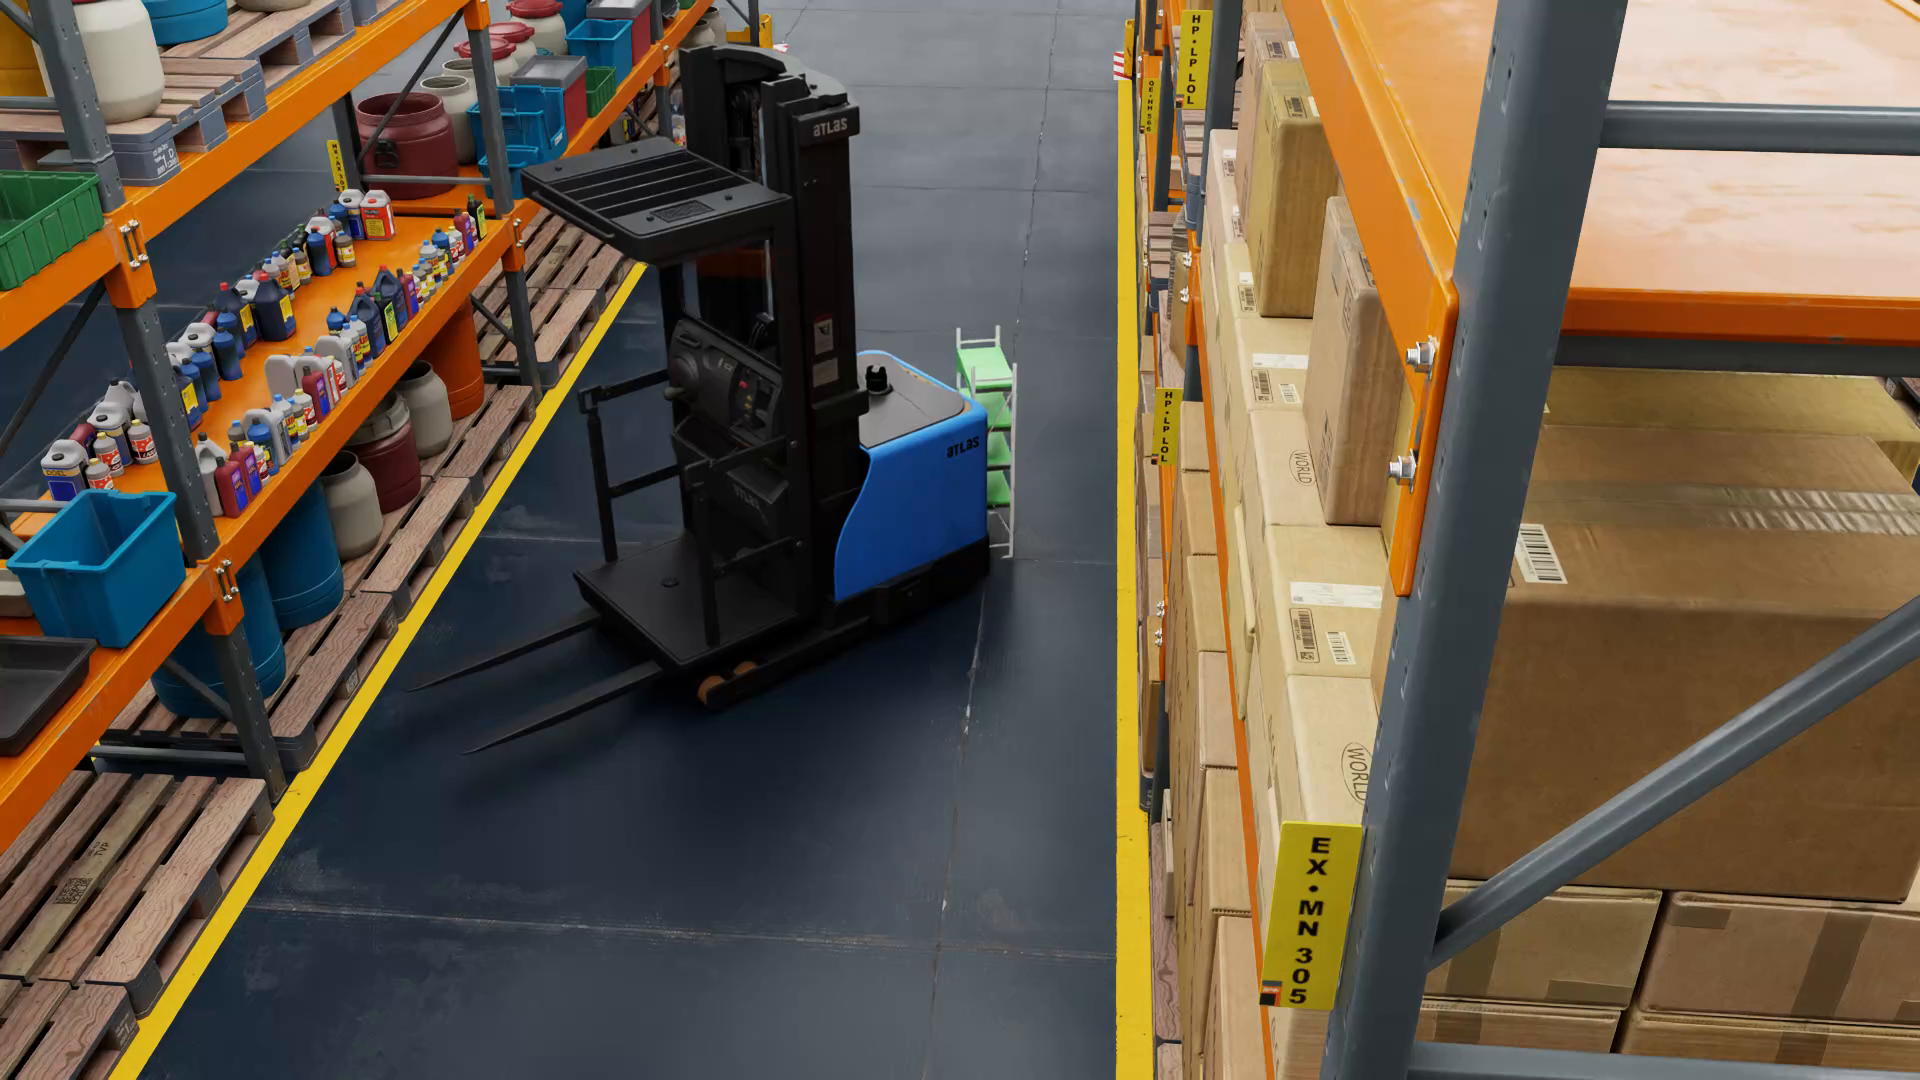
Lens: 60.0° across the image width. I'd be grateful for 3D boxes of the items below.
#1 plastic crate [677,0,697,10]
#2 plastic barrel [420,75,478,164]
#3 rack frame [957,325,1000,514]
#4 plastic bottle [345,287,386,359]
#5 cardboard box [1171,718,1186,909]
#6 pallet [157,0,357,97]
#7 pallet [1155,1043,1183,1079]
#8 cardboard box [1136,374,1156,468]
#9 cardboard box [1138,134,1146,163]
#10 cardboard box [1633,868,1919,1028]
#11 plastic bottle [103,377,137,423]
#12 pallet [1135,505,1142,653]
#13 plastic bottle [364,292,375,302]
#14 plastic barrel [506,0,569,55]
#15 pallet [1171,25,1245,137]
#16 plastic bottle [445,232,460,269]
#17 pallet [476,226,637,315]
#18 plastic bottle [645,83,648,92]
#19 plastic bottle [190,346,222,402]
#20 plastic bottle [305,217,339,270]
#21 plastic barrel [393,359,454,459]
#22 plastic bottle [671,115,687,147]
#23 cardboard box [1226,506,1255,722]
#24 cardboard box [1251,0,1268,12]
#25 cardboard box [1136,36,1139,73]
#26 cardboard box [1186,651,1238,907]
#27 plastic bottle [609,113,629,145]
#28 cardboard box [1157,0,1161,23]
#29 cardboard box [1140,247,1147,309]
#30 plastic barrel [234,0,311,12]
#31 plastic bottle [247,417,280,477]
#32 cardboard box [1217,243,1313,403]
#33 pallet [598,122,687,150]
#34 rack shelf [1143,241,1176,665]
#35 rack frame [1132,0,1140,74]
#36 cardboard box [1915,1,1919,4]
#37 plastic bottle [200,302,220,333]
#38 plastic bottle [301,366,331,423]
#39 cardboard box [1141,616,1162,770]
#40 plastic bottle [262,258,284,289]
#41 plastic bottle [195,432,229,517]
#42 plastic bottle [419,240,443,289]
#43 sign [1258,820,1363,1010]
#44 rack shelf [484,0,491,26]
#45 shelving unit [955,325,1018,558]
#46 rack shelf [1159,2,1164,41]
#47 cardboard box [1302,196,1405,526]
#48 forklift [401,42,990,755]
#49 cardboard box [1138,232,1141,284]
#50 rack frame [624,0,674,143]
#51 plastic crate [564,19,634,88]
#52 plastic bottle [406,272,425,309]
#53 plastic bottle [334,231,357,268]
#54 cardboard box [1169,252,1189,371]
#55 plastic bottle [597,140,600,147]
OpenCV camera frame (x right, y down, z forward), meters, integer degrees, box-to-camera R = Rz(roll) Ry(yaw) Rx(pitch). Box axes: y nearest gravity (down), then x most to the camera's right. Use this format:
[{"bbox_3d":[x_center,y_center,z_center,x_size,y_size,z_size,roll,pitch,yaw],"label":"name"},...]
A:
[{"bbox_3d":[-2.562,-4.914,14.847,0.450,0.188,0.662,2,32,4],"label":"plastic crate"},{"bbox_3d":[-3.409,-2.810,11.124,0.421,0.512,0.421,0,32,0],"label":"plastic barrel"},{"bbox_3d":[0.100,-0.659,9.457,0.240,1.200,0.015,-5,32,-8],"label":"rack frame"},{"bbox_3d":[-3.061,-1.119,8.533,0.144,0.351,0.185,2,32,4],"label":"plastic bottle"},{"bbox_3d":[0.937,0.832,5.226,0.500,0.500,0.500,2,32,4],"label":"cardboard box"},{"bbox_3d":[-3.549,-2.327,7.768,1.003,0.211,1.213,2,32,4],"label":"pallet"},{"bbox_3d":[1.178,2.276,5.636,1.003,0.211,1.213,2,32,4],"label":"pallet"},{"bbox_3d":[1.298,-0.625,9.648,0.500,0.500,0.500,1,32,2],"label":"cardboard box"},{"bbox_3d":[1.701,-3.134,13.443,0.500,0.311,0.500,3,32,4],"label":"cardboard box"},{"bbox_3d":[1.307,0.498,2.670,0.500,0.250,0.500,2,32,4],"label":"cardboard box"},{"bbox_3d":[-3.856,-0.597,7.687,0.144,0.351,0.185,2,32,4],"label":"plastic bottle"},{"bbox_3d":[1.457,0.211,8.987,1.003,0.211,1.213,2,32,4],"label":"pallet"},{"bbox_3d":[-3.067,-1.174,8.687,0.061,0.283,0.133,2,32,4],"label":"plastic bottle"},{"bbox_3d":[-3.250,-3.873,12.827,0.433,0.535,0.433,0,32,0],"label":"plastic barrel"},{"bbox_3d":[1.536,-1.987,7.216,1.213,0.211,1.003,2,32,4],"label":"pallet"},{"bbox_3d":[-2.941,-1.669,9.570,0.097,0.201,0.097,0,32,0],"label":"plastic bottle"},{"bbox_3d":[-3.076,-2.067,12.684,1.003,0.211,1.213,2,32,4],"label":"pallet"},{"bbox_3d":[-3.086,-4.489,16.137,0.097,0.271,0.097,0,32,0],"label":"plastic bottle"},{"bbox_3d":[-3.688,-0.818,8.121,0.097,0.271,0.097,0,32,0],"label":"plastic bottle"},{"bbox_3d":[-3.675,-1.708,9.560,0.152,0.276,0.135,2,32,4],"label":"plastic bottle"},{"bbox_3d":[-3.259,-0.779,9.906,0.421,0.512,0.421,0,32,0],"label":"plastic barrel"},{"bbox_3d":[-2.492,-3.652,14.775,0.152,0.276,0.135,4,32,6],"label":"plastic bottle"},{"bbox_3d":[0.864,0.166,3.686,0.500,0.250,0.500,2,32,4],"label":"cardboard box"},{"bbox_3d":[1.478,-2.061,6.566,0.600,0.600,0.600,2,32,3],"label":"cardboard box"},{"bbox_3d":[2.043,-4.922,16.878,0.500,0.250,0.500,2,32,4],"label":"cardboard box"},{"bbox_3d":[0.888,0.665,4.544,0.500,0.500,0.500,3,32,6],"label":"cardboard box"},{"bbox_3d":[-3.045,-3.709,14.795,0.144,0.351,0.185,2,32,4],"label":"plastic bottle"},{"bbox_3d":[2.049,-4.644,14.111,0.700,0.500,0.500,2,32,3],"label":"cardboard box"},{"bbox_3d":[1.490,-1.805,11.286,0.500,0.311,0.500,2,32,3],"label":"cardboard box"},{"bbox_3d":[-3.274,-2.795,7.818,0.433,0.535,0.433,0,32,0],"label":"plastic barrel"},{"bbox_3d":[-3.140,-0.424,7.482,0.097,0.271,0.097,0,32,0],"label":"plastic bottle"},{"bbox_3d":[0.953,-0.570,4.403,0.500,0.250,0.500,2,32,4],"label":"cardboard box"},{"bbox_3d":[-2.858,-3.469,14.958,1.003,0.211,1.213,2,32,4],"label":"pallet"},{"bbox_3d":[1.494,-0.649,8.410,1.077,0.370,4.000,2,32,4],"label":"rack shelf"},{"bbox_3d":[2.308,-6.185,16.707,1.000,3.000,0.127,2,32,4],"label":"rack frame"},{"bbox_3d":[6.792,-3.557,11.928,0.700,0.500,0.500,6,32,9],"label":"cardboard box"},{"bbox_3d":[-3.821,-1.063,8.507,0.061,0.283,0.133,2,32,4],"label":"plastic bottle"},{"bbox_3d":[-3.078,-0.712,7.937,0.061,0.283,0.133,2,32,4],"label":"plastic bottle"},{"bbox_3d":[1.086,0.697,7.504,0.500,0.500,0.500,2,32,4],"label":"cardboard box"},{"bbox_3d":[-3.749,-1.405,9.074,0.097,0.271,0.097,0,32,0],"label":"plastic bottle"},{"bbox_3d":[-3.250,-0.294,7.195,0.144,0.351,0.185,2,32,4],"label":"plastic bottle"},{"bbox_3d":[-2.965,-1.547,9.303,0.097,0.271,0.097,0,32,0],"label":"plastic bottle"},{"bbox_3d":[0.454,0.494,2.167,0.100,0.325,0.005,2,32,4],"label":"sign"},{"bbox_3d":[-3.117,-4.231,11.364,1.077,0.370,4.000,2,32,4],"label":"rack shelf"},{"bbox_3d":[0.140,-0.533,9.252,0.258,1.200,0.503,-5,32,-8],"label":"shelving unit"},{"bbox_3d":[1.820,-4.018,11.018,1.077,0.370,4.000,2,32,4],"label":"rack shelf"},{"bbox_3d":[1.090,-0.357,3.342,0.700,0.500,0.500,2,32,4],"label":"cardboard box"},{"bbox_3d":[-1.300,-0.725,7.914,3.031,2.935,1.130,-23,39,-33],"label":"forklift"},{"bbox_3d":[1.578,-2.097,12.294,0.500,0.250,0.500,3,32,5],"label":"cardboard box"},{"bbox_3d":[-2.954,-4.307,13.659,1.000,3.000,0.127,2,32,4],"label":"rack frame"},{"bbox_3d":[-2.734,-3.710,12.706,0.392,0.384,0.575,2,32,4],"label":"plastic crate"},{"bbox_3d":[-2.989,-1.364,9.074,0.097,0.201,0.097,0,32,0],"label":"plastic bottle"},{"bbox_3d":[-3.549,-1.680,9.587,0.097,0.201,0.097,0,32,0],"label":"plastic bottle"},{"bbox_3d":[1.414,-1.058,7.892,0.700,0.500,0.500,-5,32,-9],"label":"cardboard box"},{"bbox_3d":[-3.243,-3.603,14.688,0.061,0.283,0.133,4,32,6],"label":"plastic bottle"}]
